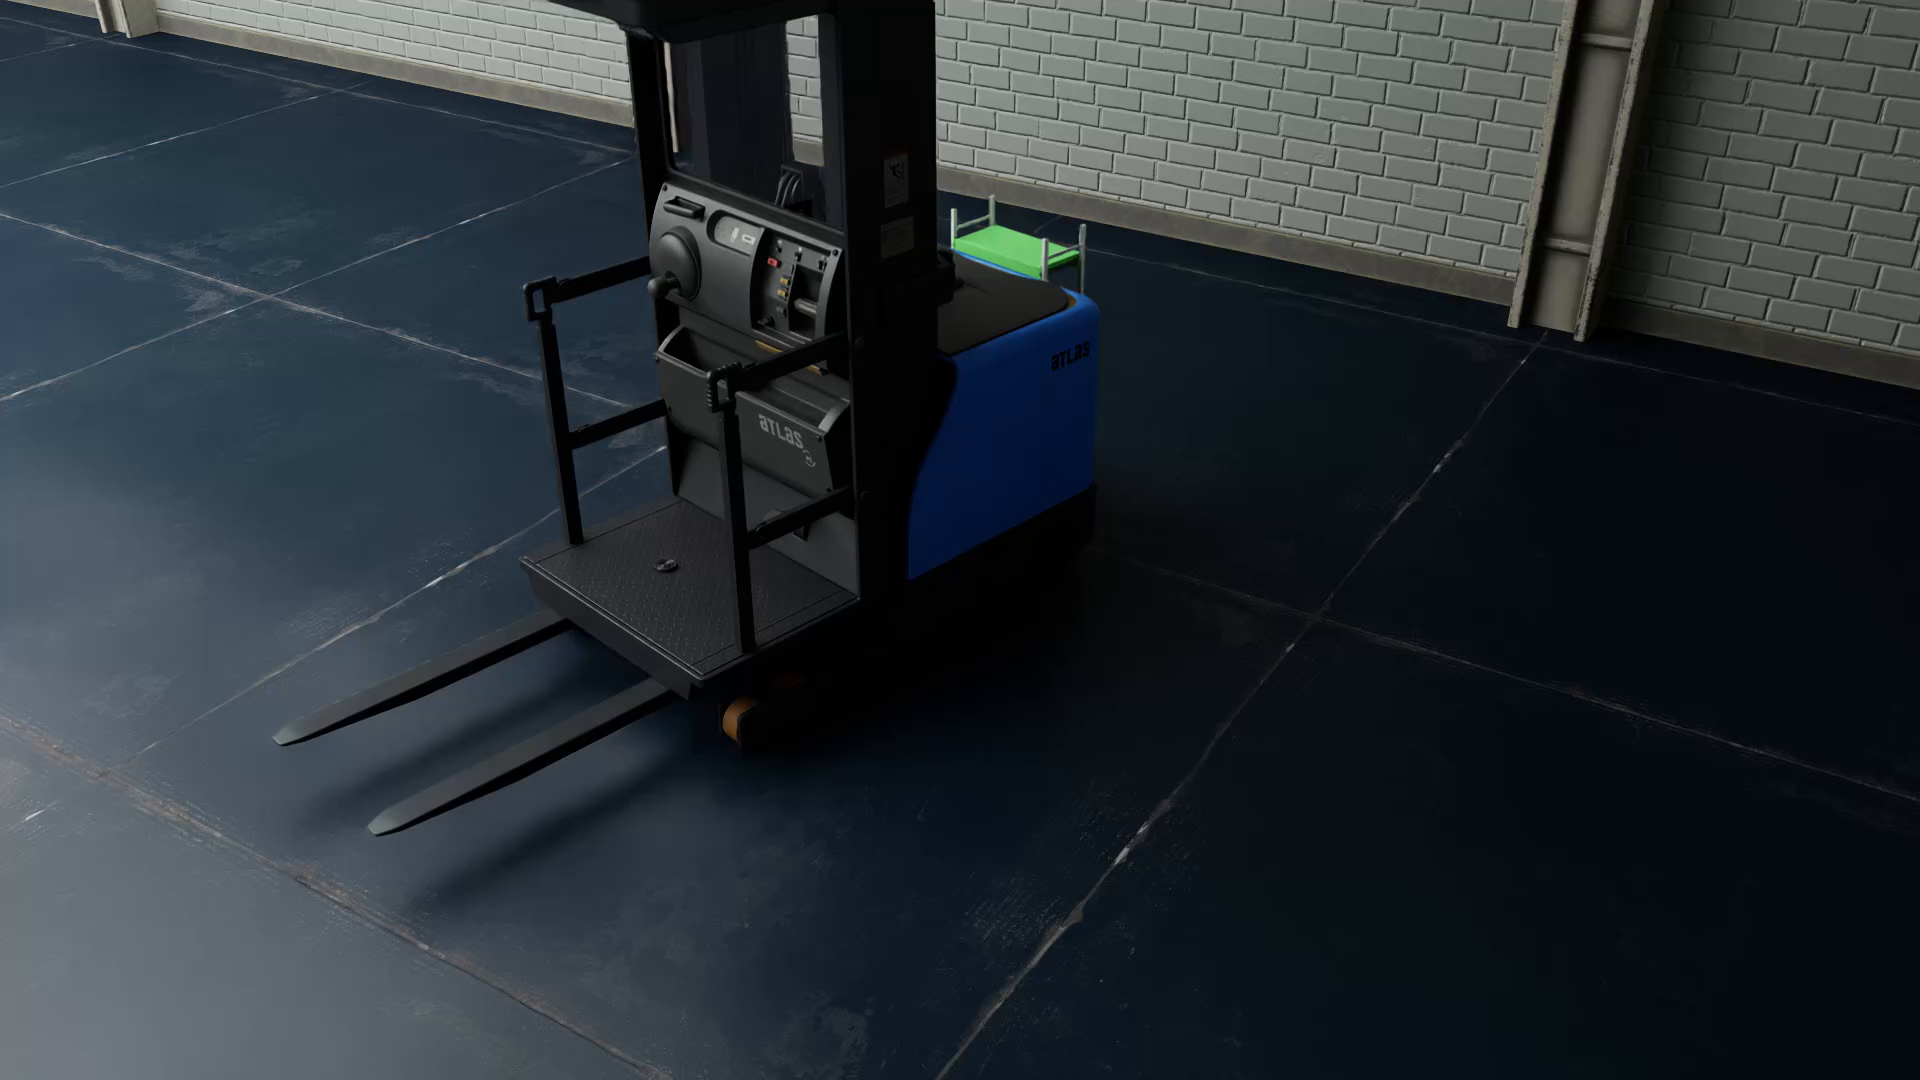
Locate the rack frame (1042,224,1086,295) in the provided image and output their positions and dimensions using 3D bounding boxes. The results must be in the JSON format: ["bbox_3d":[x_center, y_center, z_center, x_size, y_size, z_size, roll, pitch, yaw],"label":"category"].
[{"bbox_3d":[0.402,-0.670,6.708,0.015,1.200,0.240,26,39,37],"label":"rack frame"}]

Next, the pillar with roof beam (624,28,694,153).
[{"bbox_3d":[-4.270,-4.785,6.022,0.400,9.000,9.100,18,35,27],"label":"pillar with roof beam"}]

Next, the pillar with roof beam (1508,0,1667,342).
[{"bbox_3d":[0.812,-3.178,3.266,0.400,9.000,9.100,18,35,27],"label":"pillar with roof beam"}]

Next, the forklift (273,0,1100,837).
[{"bbox_3d":[-0.863,-0.872,5.336,1.130,2.935,3.031,27,40,38],"label":"forklift"}]

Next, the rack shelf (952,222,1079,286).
[{"bbox_3d":[0.228,-1.116,6.646,0.480,0.148,0.258,26,39,37],"label":"rack shelf"}]

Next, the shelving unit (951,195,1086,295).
[{"bbox_3d":[0.228,-0.756,6.856,0.503,1.200,0.258,26,39,37],"label":"shelving unit"}]

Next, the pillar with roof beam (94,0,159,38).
[{"bbox_3d":[-9.352,-6.392,8.777,0.400,9.000,9.100,18,35,27],"label":"pillar with roof beam"}]

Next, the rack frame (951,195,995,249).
[{"bbox_3d":[0.054,-0.842,7.003,0.015,1.200,0.240,26,39,37],"label":"rack frame"}]
